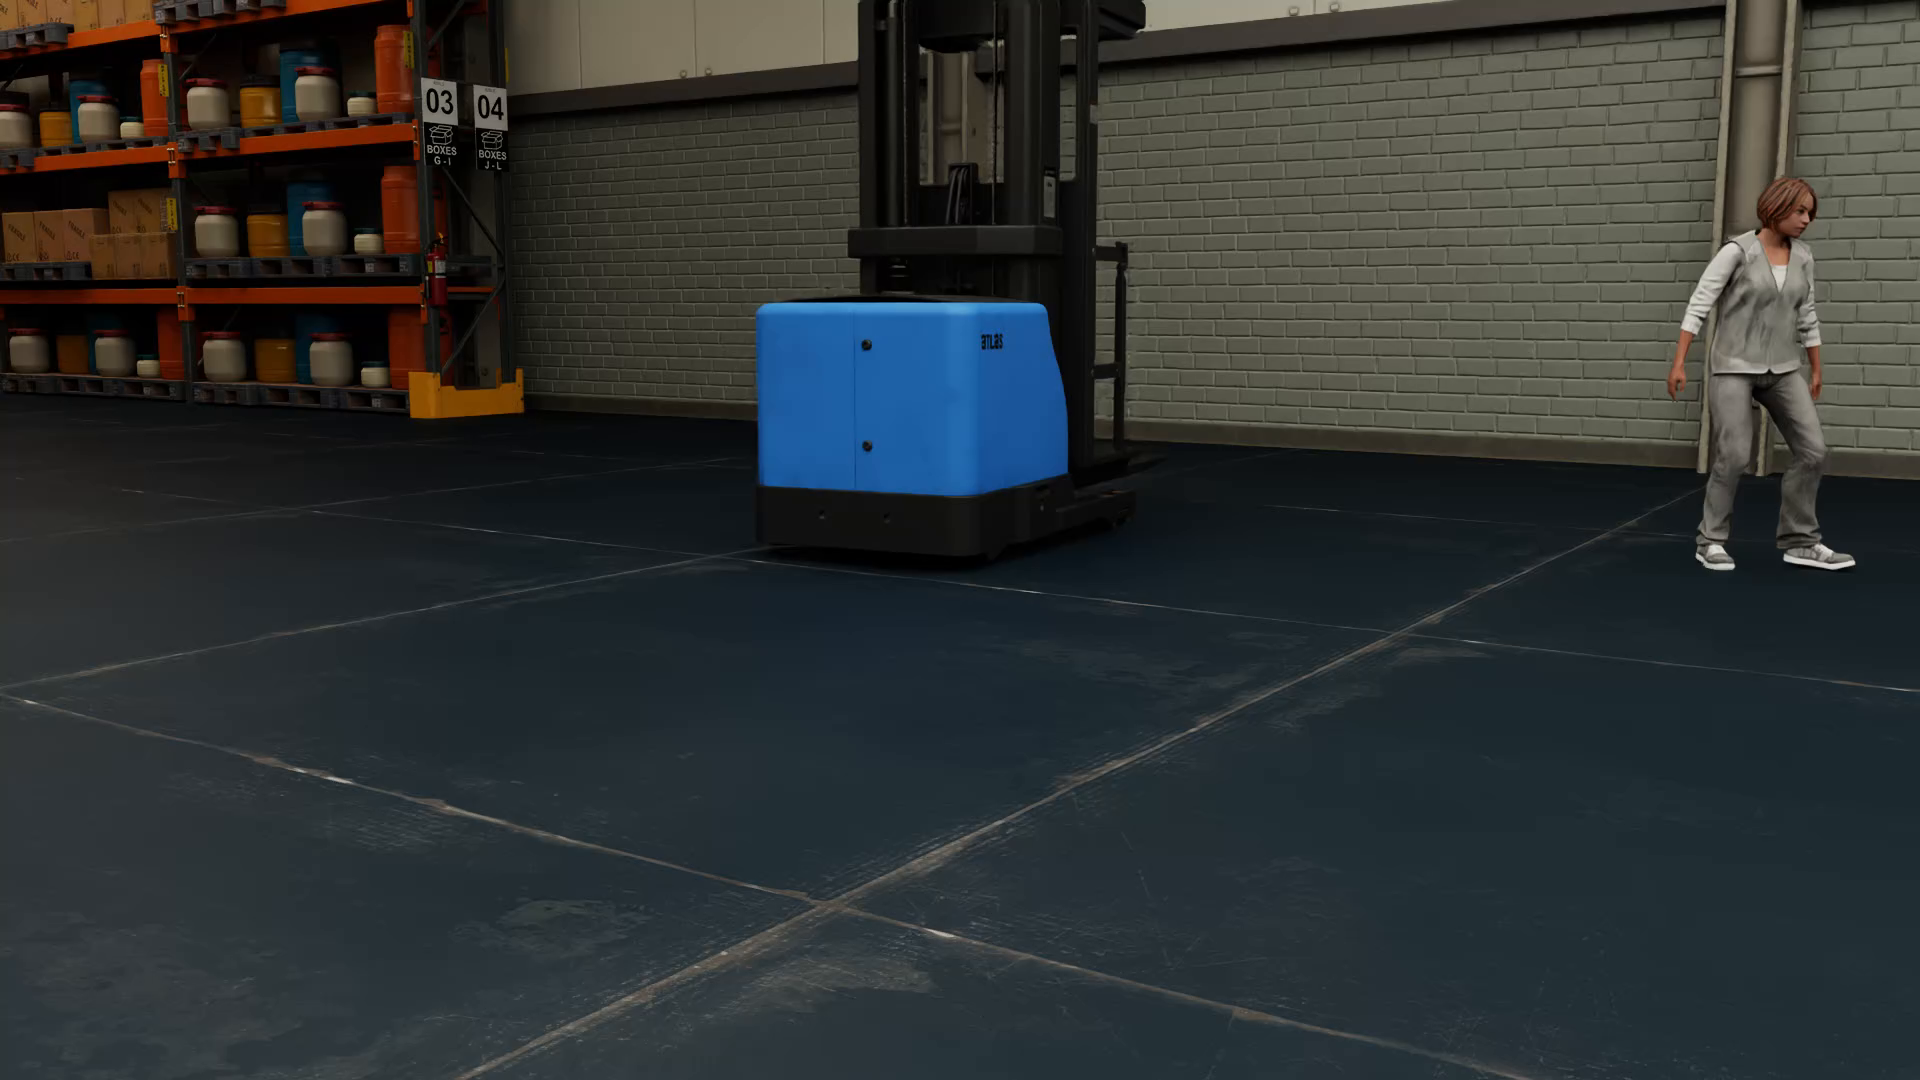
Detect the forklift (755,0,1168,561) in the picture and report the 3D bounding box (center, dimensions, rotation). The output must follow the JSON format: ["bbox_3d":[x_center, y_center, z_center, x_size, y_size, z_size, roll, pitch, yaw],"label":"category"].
[{"bbox_3d":[0.219,-1.533,7.972,1.130,2.935,3.031,4,9,25],"label":"forklift"}]

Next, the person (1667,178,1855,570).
[{"bbox_3d":[3.243,-0.657,6.711,0.726,1.568,0.385,-1,8,-5],"label":"person"}]
